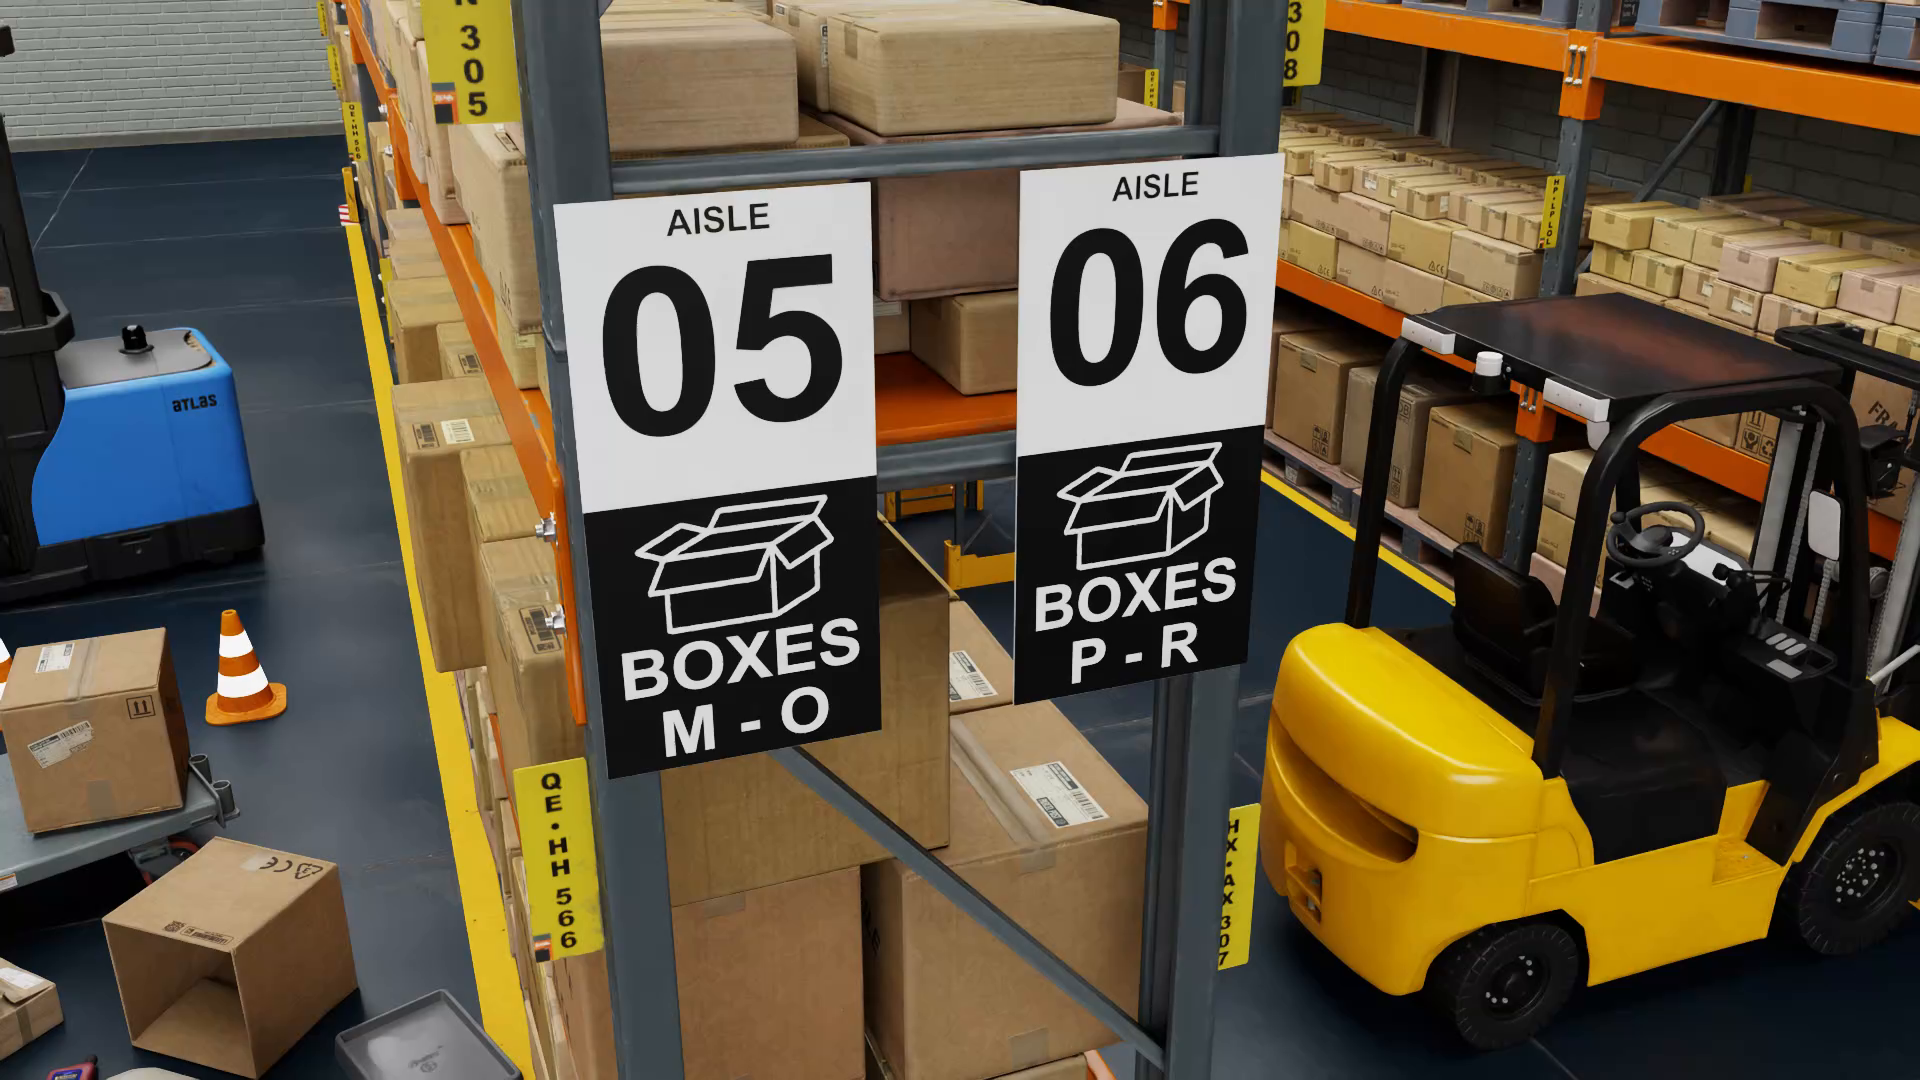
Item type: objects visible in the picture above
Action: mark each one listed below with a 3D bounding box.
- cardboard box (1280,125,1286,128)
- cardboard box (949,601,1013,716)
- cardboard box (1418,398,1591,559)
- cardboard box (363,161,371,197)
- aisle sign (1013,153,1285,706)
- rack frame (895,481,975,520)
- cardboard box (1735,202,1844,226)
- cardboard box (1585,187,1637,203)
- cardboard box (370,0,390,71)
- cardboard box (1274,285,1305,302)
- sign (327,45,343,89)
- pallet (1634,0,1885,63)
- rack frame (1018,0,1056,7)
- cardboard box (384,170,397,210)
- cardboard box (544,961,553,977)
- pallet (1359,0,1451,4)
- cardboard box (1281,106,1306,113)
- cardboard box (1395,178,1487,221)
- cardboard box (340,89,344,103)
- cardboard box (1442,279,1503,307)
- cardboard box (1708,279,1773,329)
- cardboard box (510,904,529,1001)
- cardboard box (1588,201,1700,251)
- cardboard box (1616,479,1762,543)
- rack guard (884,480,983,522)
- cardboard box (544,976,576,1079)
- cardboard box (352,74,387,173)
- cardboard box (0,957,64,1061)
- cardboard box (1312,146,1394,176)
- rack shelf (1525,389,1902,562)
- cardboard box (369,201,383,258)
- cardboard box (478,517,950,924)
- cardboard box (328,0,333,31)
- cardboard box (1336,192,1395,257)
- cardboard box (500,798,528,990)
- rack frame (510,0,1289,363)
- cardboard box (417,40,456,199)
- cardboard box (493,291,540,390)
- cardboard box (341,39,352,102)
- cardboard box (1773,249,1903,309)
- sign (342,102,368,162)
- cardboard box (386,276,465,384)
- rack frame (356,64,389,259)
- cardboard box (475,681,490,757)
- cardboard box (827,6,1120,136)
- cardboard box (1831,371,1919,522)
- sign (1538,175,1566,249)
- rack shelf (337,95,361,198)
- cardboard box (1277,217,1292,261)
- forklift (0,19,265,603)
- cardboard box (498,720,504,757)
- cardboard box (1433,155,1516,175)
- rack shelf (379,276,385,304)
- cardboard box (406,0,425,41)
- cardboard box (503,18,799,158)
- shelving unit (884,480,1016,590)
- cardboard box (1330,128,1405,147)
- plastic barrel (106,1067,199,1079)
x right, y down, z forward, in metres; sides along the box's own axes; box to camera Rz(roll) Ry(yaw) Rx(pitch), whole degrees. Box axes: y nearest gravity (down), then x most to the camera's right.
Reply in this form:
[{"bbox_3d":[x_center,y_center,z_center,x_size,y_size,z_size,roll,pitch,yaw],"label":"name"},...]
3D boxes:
[{"bbox_3d":[1.815,-2.517,10.397,0.380,0.149,0.250,-8,24,-18],"label":"cardboard box"},{"bbox_3d":[-0.142,0.493,3.707,0.500,0.500,0.500,-8,24,-17],"label":"cardboard box"},{"bbox_3d":[2.986,-0.349,8.733,0.875,0.625,0.625,-7,24,-17],"label":"cardboard box"},{"bbox_3d":[-3.468,-2.321,10.444,0.500,0.250,0.500,-9,24,-20],"label":"cardboard box"},{"bbox_3d":[0.263,-0.144,2.383,0.394,0.787,0.004,-8,24,-19],"label":"aisle sign"},{"bbox_3d":[-0.149,-0.845,9.323,0.500,1.500,0.032,-8,24,-19],"label":"rack frame"},{"bbox_3d":[3.626,-1.373,7.298,0.380,0.149,0.250,-9,24,-20],"label":"cardboard box"},{"bbox_3d":[3.212,-1.669,8.383,0.380,0.149,0.250,-9,25,-21],"label":"cardboard box"},{"bbox_3d":[-1.562,-1.632,5.209,0.500,0.250,0.500,-9,24,-20],"label":"cardboard box"},{"bbox_3d":[1.975,-1.386,11.193,0.875,0.625,0.625,-8,24,-17],"label":"cardboard box"},{"bbox_3d":[-4.806,-3.645,12.820,0.100,0.325,0.005,-8,24,-19],"label":"sign"},{"bbox_3d":[3.506,-2.097,6.615,1.003,0.211,1.213,-8,24,-19],"label":"pallet"},{"bbox_3d":[0.355,-3.969,14.804,1.000,3.000,0.127,-8,24,-19],"label":"rack frame"},{"bbox_3d":[-2.378,-1.451,7.779,0.500,0.500,0.500,-9,25,-21],"label":"cardboard box"},{"bbox_3d":[-0.764,0.821,3.764,0.380,0.149,0.250,-8,24,-18],"label":"cardboard box"},{"bbox_3d":[2.489,-3.170,9.291,1.003,0.211,1.213,-7,24,-17],"label":"pallet"},{"bbox_3d":[2.072,-2.770,10.996,0.380,0.149,0.250,-8,24,-17],"label":"cardboard box"},{"bbox_3d":[2.490,-1.765,8.613,0.380,0.149,0.250,-9,25,-21],"label":"cardboard box"},{"bbox_3d":[-5.069,-3.833,14.353,0.500,0.500,0.500,-9,24,-20],"label":"cardboard box"},{"bbox_3d":[2.758,-1.140,8.286,0.500,0.250,0.500,-8,24,-18],"label":"cardboard box"},{"bbox_3d":[3.276,-0.970,6.727,0.380,0.149,0.250,-8,24,-18],"label":"cardboard box"},{"bbox_3d":[-1.117,1.330,5.231,0.500,0.250,0.500,-9,24,-20],"label":"cardboard box"},{"bbox_3d":[3.016,-1.388,7.333,0.380,0.149,0.250,-8,24,-18],"label":"cardboard box"},{"bbox_3d":[3.229,-0.043,7.203,0.500,0.250,0.500,-8,24,-19],"label":"cardboard box"},{"bbox_3d":[-0.149,-0.268,9.565,0.587,0.250,0.087,-8,24,-19],"label":"rack guard"},{"bbox_3d":[-0.768,1.123,3.921,0.380,0.149,0.250,-8,24,-17],"label":"cardboard box"},{"bbox_3d":[-3.302,-2.492,9.884,0.500,0.500,0.500,-9,24,-20],"label":"cardboard box"},{"bbox_3d":[-3.182,1.471,5.419,0.396,0.266,0.258,12,26,27],"label":"cardboard box"},{"bbox_3d":[2.253,-2.155,9.538,0.380,0.149,0.250,-8,24,-19],"label":"cardboard box"},{"bbox_3d":[3.887,-0.004,6.323,1.077,0.370,4.000,-8,24,-19],"label":"rack shelf"},{"bbox_3d":[-3.296,-1.912,10.117,0.500,0.250,0.500,-9,25,-21],"label":"cardboard box"},{"bbox_3d":[-0.433,0.274,2.938,0.700,0.500,0.500,-9,24,-20],"label":"cardboard box"},{"bbox_3d":[-5.242,-4.479,14.599,0.500,0.500,0.500,-8,24,-19],"label":"cardboard box"},{"bbox_3d":[2.405,-1.739,9.063,0.500,0.250,0.500,-8,24,-18],"label":"cardboard box"},{"bbox_3d":[-1.124,0.981,5.094,0.500,0.500,0.500,-7,24,-16],"label":"cardboard box"},{"bbox_3d":[-0.048,-1.691,1.675,1.000,3.000,0.127,-8,24,-19],"label":"rack frame"},{"bbox_3d":[-0.846,-0.896,3.462,0.500,0.250,0.500,-8,24,-18],"label":"cardboard box"},{"bbox_3d":[-0.555,-0.370,2.727,0.380,0.149,0.250,-8,24,-19],"label":"cardboard box"},{"bbox_3d":[-4.021,-3.230,11.636,0.500,0.500,0.500,-9,24,-20],"label":"cardboard box"},{"bbox_3d":[3.403,-1.015,6.450,0.380,0.149,0.250,-9,24,-20],"label":"cardboard box"},{"bbox_3d":[-3.393,-2.289,9.328,0.100,0.325,0.005,-8,24,-19],"label":"sign"},{"bbox_3d":[-1.197,-0.459,4.678,0.700,0.500,0.500,-9,24,-20],"label":"cardboard box"},{"bbox_3d":[-2.875,-1.833,9.737,1.000,3.000,0.127,-8,24,-19],"label":"rack frame"},{"bbox_3d":[-1.334,0.541,5.303,0.380,0.149,0.250,-7,24,-17],"label":"cardboard box"},{"bbox_3d":[0.017,-0.717,2.524,0.380,0.149,0.250,-9,24,-19],"label":"cardboard box"},{"bbox_3d":[3.631,-0.355,6.100,0.500,0.500,0.500,-8,24,-19],"label":"cardboard box"},{"bbox_3d":[2.677,-1.481,7.513,0.100,0.325,0.005,-8,24,-19],"label":"sign"},{"bbox_3d":[-4.994,-3.682,15.049,1.077,0.370,4.000,-8,24,-19],"label":"rack shelf"},{"bbox_3d":[2.057,-1.882,10.046,0.500,0.250,0.500,-9,25,-21],"label":"cardboard box"},{"bbox_3d":[-5.291,-1.103,8.094,3.031,2.935,1.130,-14,27,-30],"label":"forklift"},{"bbox_3d":[-0.844,0.366,4.007,0.500,0.500,0.500,-8,24,-19],"label":"cardboard box"},{"bbox_3d":[2.856,-2.035,9.251,0.380,0.149,0.250,-9,24,-19],"label":"cardboard box"},{"bbox_3d":[-2.168,-0.775,8.152,1.077,0.370,4.000,-8,24,-19],"label":"rack shelf"},{"bbox_3d":[-1.017,-1.195,3.658,0.380,0.149,0.250,-8,24,-18],"label":"cardboard box"},{"bbox_3d":[-0.444,-0.642,2.347,0.380,0.149,0.250,-8,24,-18],"label":"cardboard box"},{"bbox_3d":[0.027,-0.663,8.893,0.587,1.500,1.083,-8,24,-19],"label":"shelving unit"},{"bbox_3d":[2.475,-2.402,10.124,0.380,0.149,0.250,-8,24,-19],"label":"cardboard box"},{"bbox_3d":[-2.194,1.718,4.628,0.512,0.421,0.421,8,24,18],"label":"plastic barrel"}]
